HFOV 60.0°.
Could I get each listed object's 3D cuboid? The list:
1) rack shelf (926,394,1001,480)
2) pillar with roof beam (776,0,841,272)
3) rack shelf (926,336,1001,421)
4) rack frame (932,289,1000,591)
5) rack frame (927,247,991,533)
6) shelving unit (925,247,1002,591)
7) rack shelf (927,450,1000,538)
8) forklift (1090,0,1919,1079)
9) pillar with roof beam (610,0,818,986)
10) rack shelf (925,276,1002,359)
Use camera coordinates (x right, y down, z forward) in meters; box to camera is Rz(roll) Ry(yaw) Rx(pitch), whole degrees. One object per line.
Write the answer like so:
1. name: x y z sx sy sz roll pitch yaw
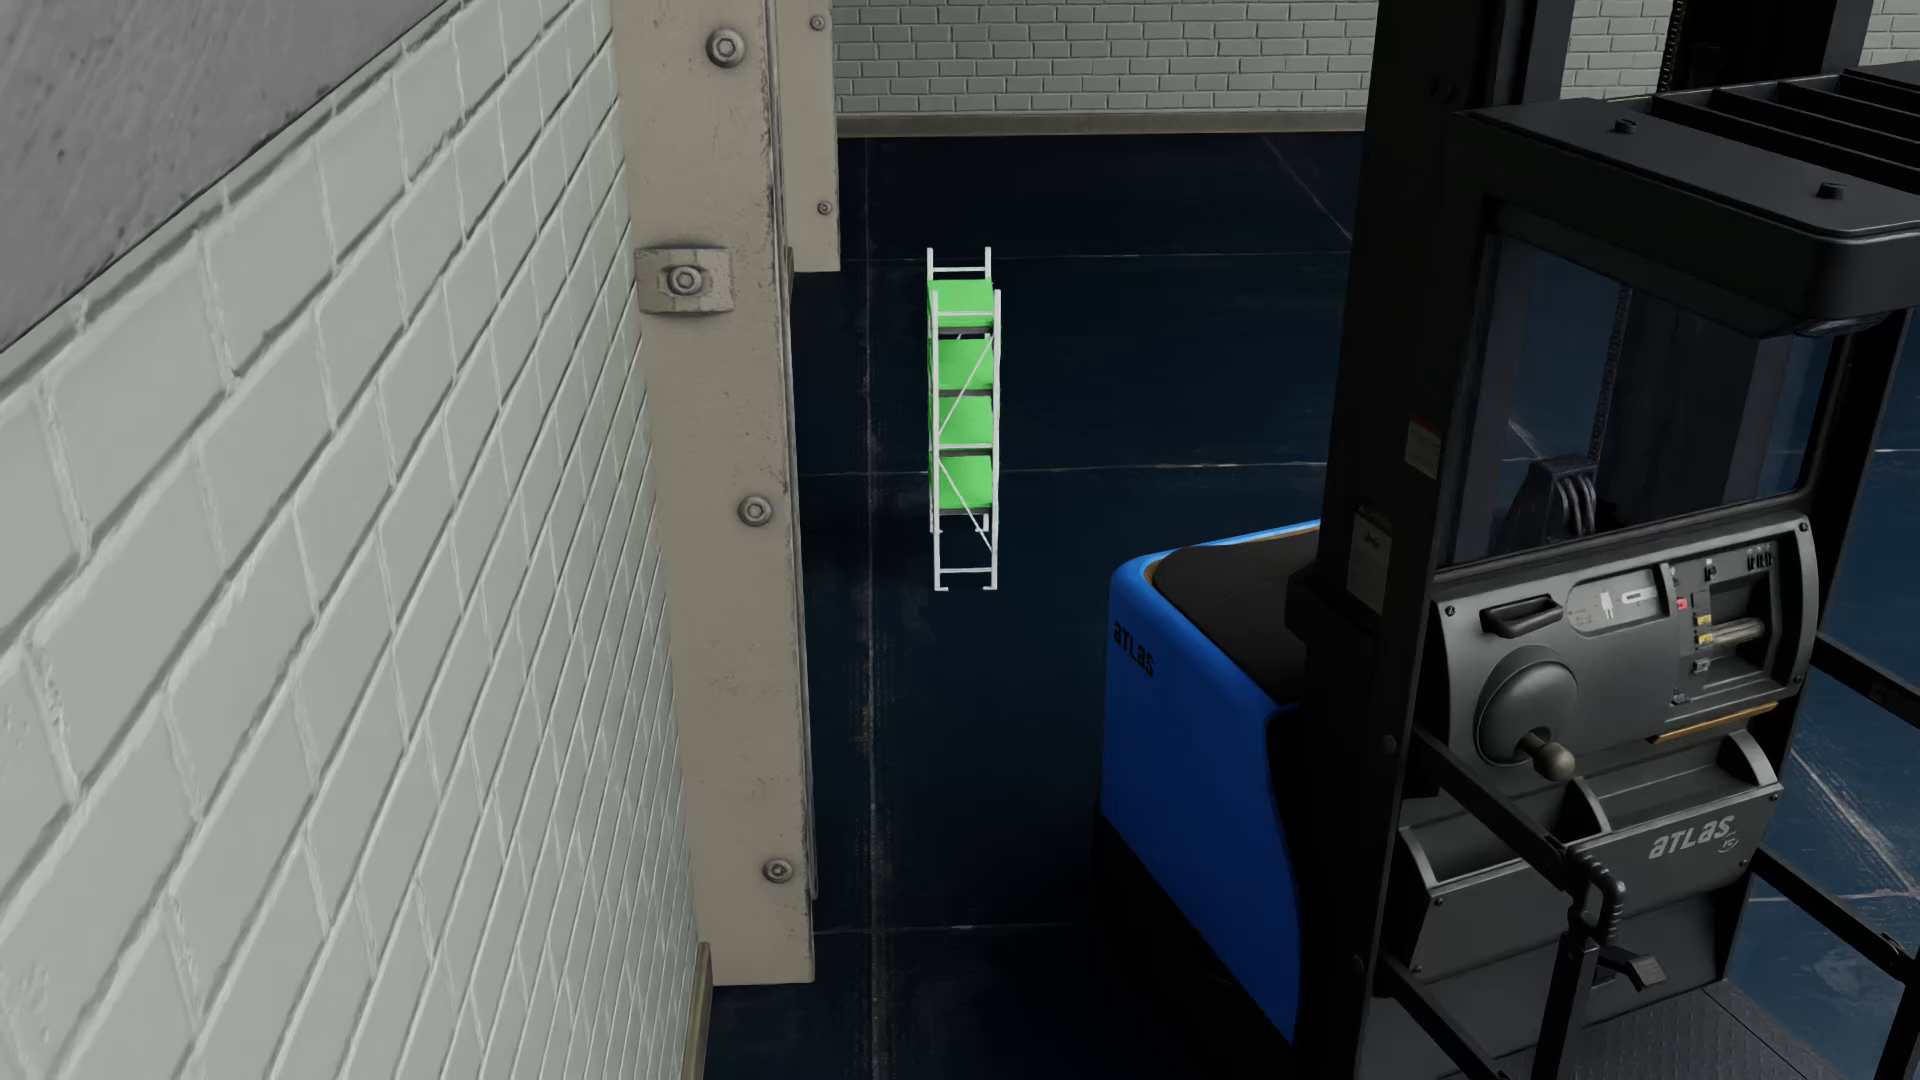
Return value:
1. rack shelf: 0.009 -0.399 6.356 0.258 0.148 0.480 -1 28 -3
2. pillar with roof beam: 3.430 -5.764 8.071 9.100 9.000 0.400 -1 28 -3
3. rack shelf: 0.009 -0.612 6.245 0.258 0.148 0.480 -1 28 -3
4. rack frame: 0.021 -0.343 6.110 0.240 1.200 0.015 -1 28 -3
5. rack frame: -0.004 -0.568 6.542 0.240 1.200 0.015 -1 28 -3
6. shelving unit: 0.009 -0.456 6.326 0.258 1.200 0.503 -1 28 -3
7. rack shelf: 0.009 -0.186 6.466 0.258 0.148 0.480 -1 28 -3
8. forklift: 1.413 0.247 3.107 1.130 2.935 3.031 -11 30 -20
9. pillar with roof beam: 3.744 -2.993 2.758 9.100 9.000 0.400 -1 28 -3
10. rack shelf: 0.009 -0.824 6.134 0.258 0.148 0.480 -1 28 -3
